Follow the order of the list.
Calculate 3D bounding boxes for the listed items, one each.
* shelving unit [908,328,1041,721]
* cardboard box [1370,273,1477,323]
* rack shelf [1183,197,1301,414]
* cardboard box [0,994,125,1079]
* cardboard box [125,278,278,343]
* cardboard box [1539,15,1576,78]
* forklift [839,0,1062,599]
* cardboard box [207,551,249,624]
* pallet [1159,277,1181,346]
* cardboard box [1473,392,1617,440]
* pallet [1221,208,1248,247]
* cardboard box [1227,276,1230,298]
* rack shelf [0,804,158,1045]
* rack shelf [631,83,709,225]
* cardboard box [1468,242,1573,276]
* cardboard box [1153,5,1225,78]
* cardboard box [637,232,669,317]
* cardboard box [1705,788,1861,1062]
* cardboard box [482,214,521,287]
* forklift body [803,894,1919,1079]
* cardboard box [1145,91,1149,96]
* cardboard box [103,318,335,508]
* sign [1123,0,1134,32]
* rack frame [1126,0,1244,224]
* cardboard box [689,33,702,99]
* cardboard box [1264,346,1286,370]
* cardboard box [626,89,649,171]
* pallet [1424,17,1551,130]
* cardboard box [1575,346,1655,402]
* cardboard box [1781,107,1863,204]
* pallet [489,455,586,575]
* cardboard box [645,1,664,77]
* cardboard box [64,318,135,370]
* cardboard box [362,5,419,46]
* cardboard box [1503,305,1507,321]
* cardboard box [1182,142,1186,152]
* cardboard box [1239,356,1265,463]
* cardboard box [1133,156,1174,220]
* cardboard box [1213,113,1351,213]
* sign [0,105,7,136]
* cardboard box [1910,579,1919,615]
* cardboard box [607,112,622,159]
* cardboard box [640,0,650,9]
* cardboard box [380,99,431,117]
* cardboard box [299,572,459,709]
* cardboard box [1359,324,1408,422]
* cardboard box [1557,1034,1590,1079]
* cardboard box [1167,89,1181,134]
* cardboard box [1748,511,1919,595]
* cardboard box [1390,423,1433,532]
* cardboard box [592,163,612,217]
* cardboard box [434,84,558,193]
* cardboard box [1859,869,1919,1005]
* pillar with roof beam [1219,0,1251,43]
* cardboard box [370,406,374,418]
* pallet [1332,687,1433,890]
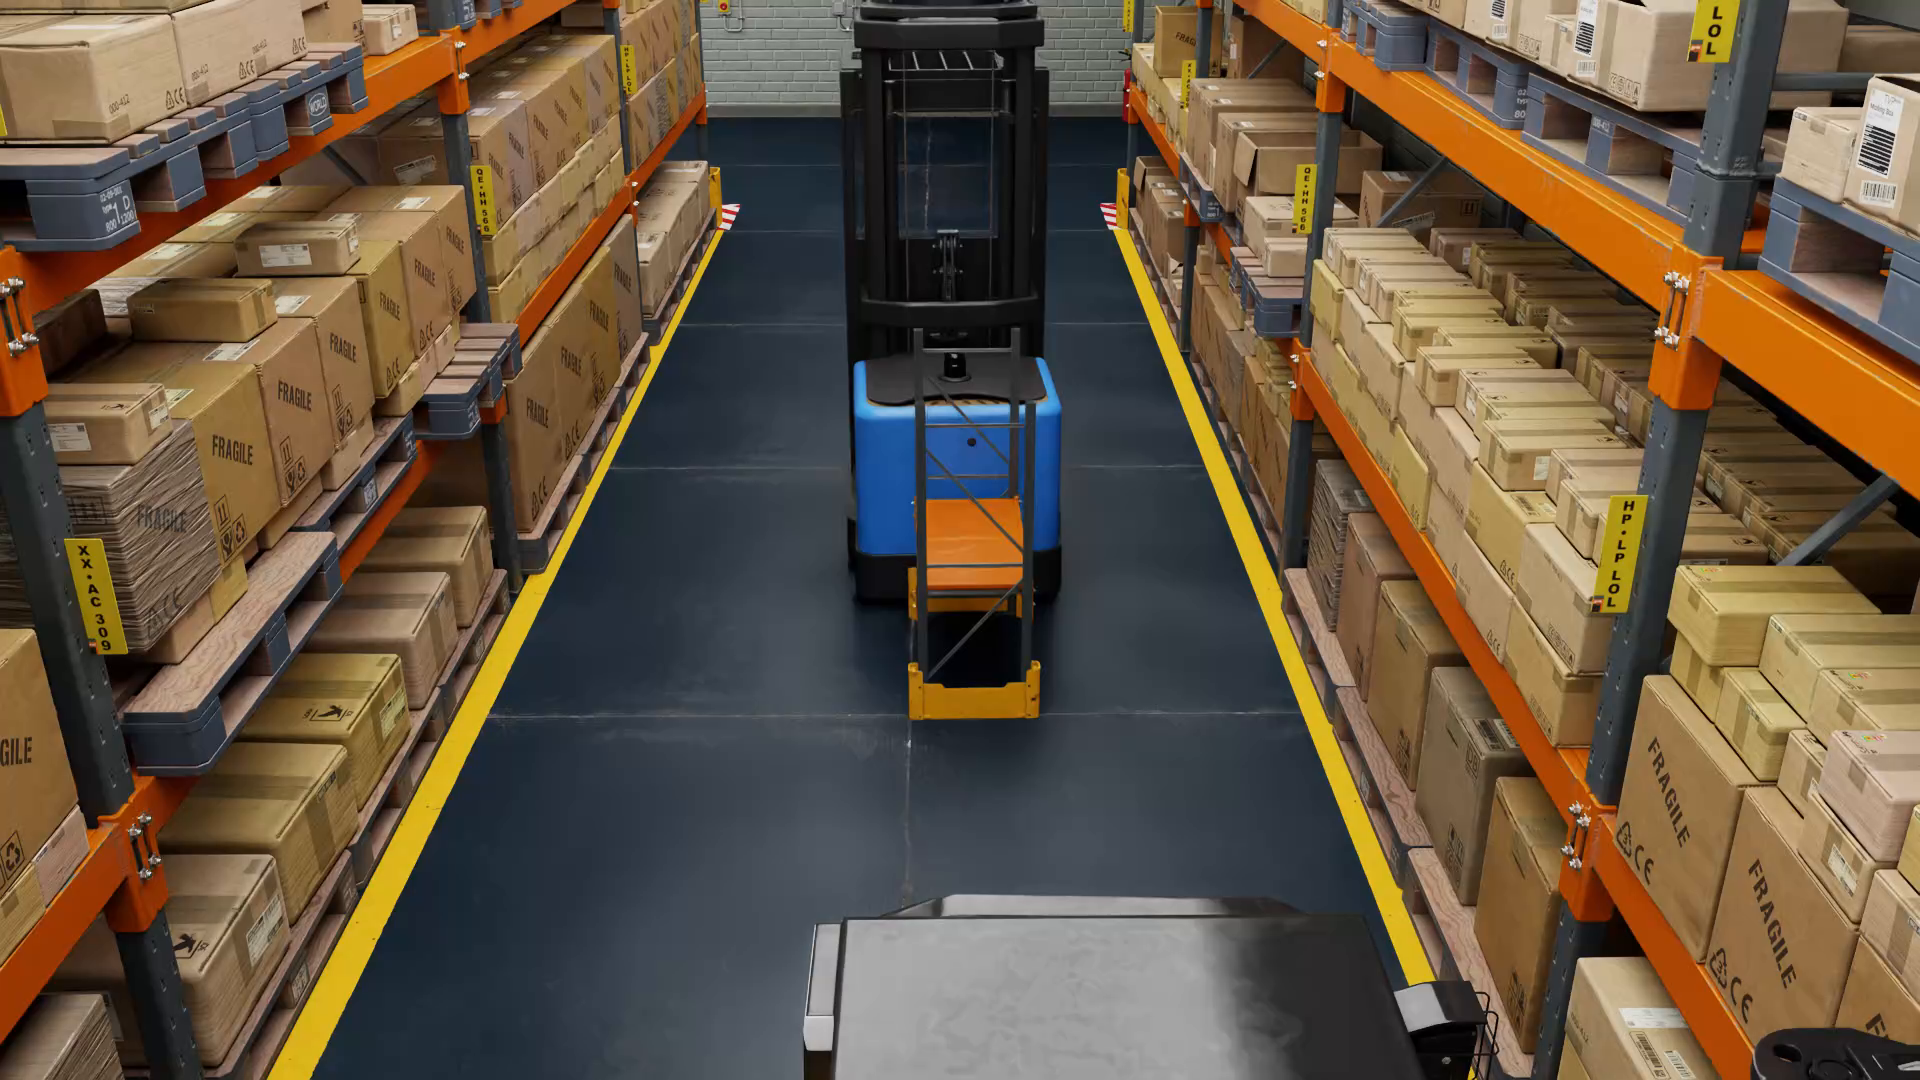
[{"bbox_3d":[0.048,-0.099,7.650,0.587,1.500,1.083,-1,24,-2],"label":"shelving unit"},{"bbox_3d":[1.931,-1.011,6.936,0.380,0.149,0.250,0,24,0],"label":"cardboard box"},{"bbox_3d":[2.152,-1.622,10.069,1.077,0.370,4.000,0,24,-1],"label":"rack shelf"},{"bbox_3d":[-2.471,1.509,4.191,0.500,0.500,0.500,-1,24,-1],"label":"cardboard box"},{"bbox_3d":[-2.512,-0.764,5.521,0.380,0.149,0.250,1,24,2],"label":"cardboard box"},{"bbox_3d":[1.902,-1.418,4.780,0.380,0.149,0.250,0,24,-1],"label":"cardboard box"},{"bbox_3d":[-0.097,-1.606,9.245,1.130,2.935,3.031,-2,24,-3],"label":"forklift"},{"bbox_3d":[-2.430,0.137,5.101,0.380,0.149,0.250,0,24,1],"label":"cardboard box"},{"bbox_3d":[2.124,-1.786,12.944,1.003,0.211,1.213,0,24,-1],"label":"pallet"},{"bbox_3d":[1.945,-0.382,5.545,0.380,0.149,0.250,-1,24,-2],"label":"cardboard box"},{"bbox_3d":[2.148,-1.840,9.910,1.003,0.211,1.213,0,24,-1],"label":"pallet"},{"bbox_3d":[1.980,-1.641,10.974,0.380,0.149,0.250,-1,24,-1],"label":"cardboard box"},{"bbox_3d":[-2.724,1.698,2.728,1.077,0.370,4.000,0,24,-1],"label":"rack shelf"},{"bbox_3d":[-2.855,-3.246,13.661,1.077,0.370,4.000,0,24,-1],"label":"rack shelf"},{"bbox_3d":[2.495,-1.226,7.413,0.380,0.149,0.250,0,24,1],"label":"cardboard box"},{"bbox_3d":[1.839,-4.025,13.420,0.500,0.500,0.500,0,24,1],"label":"cardboard box"},{"bbox_3d":[-2.732,-2.033,12.705,0.875,0.438,0.875,-1,24,-1],"label":"cardboard box"},{"bbox_3d":[1.984,0.876,3.553,0.500,0.500,0.500,0,24,0],"label":"cardboard box"},{"bbox_3d":[-2.548,-1.471,8.438,0.500,0.250,0.500,0,24,-1],"label":"cardboard box"},{"bbox_3d":[0.417,1.784,2.695,2.313,2.155,1.214,0,24,-1],"label":"forklift body"},{"bbox_3d":[1.865,-4.067,14.906,0.380,0.149,0.250,0,24,1],"label":"cardboard box"},{"bbox_3d":[-2.462,-0.431,5.570,0.500,0.500,0.500,0,24,-1],"label":"cardboard box"},{"bbox_3d":[1.544,-4.814,15.204,0.100,0.325,0.005,0,24,-1],"label":"sign"},{"bbox_3d":[2.087,-4.422,15.388,1.000,3.000,0.127,0,24,-1],"label":"rack frame"},{"bbox_3d":[-2.607,-4.246,14.878,0.500,0.500,0.500,0,24,0],"label":"cardboard box"},{"bbox_3d":[1.965,-1.006,9.571,0.380,0.149,0.250,0,24,1],"label":"cardboard box"},{"bbox_3d":[-2.576,-2.990,12.100,0.500,0.500,0.500,1,24,1],"label":"cardboard box"},{"bbox_3d":[2.286,-1.666,5.884,1.003,0.211,1.213,1,24,2],"label":"pallet"},{"bbox_3d":[2.458,-0.593,6.012,0.380,0.149,0.250,0,24,0],"label":"cardboard box"},{"bbox_3d":[1.919,-0.780,3.369,0.380,0.149,0.250,0,24,1],"label":"cardboard box"},{"bbox_3d":[-2.722,-0.157,9.340,1.003,0.211,1.213,0,24,-1],"label":"pallet"},{"bbox_3d":[-2.589,-3.868,12.827,0.500,0.500,0.500,0,24,0],"label":"cardboard box"},{"bbox_3d":[-2.986,-0.432,5.574,0.500,0.500,0.500,1,24,1],"label":"cardboard box"},{"bbox_3d":[-2.576,-2.225,7.195,0.380,0.149,0.250,0,24,-1],"label":"cardboard box"},{"bbox_3d":[2.464,-0.891,7.155,0.500,0.250,0.500,0,24,0],"label":"cardboard box"},{"bbox_3d":[1.850,-2.897,12.320,0.380,0.149,0.250,0,24,1],"label":"cardboard box"},{"bbox_3d":[1.951,-0.773,9.844,0.500,0.500,0.500,1,24,2],"label":"cardboard box"},{"bbox_3d":[1.999,-3.224,15.257,0.797,0.503,0.637,-1,24,-3],"label":"cardboard box"},{"bbox_3d":[1.926,-2.274,10.006,0.700,0.500,0.500,0,24,-1],"label":"cardboard box"},{"bbox_3d":[-2.203,-1.062,3.690,0.100,0.325,0.005,0,24,-1],"label":"sign"},{"bbox_3d":[2.523,0.176,3.951,0.380,0.149,0.250,0,24,0],"label":"cardboard box"},{"bbox_3d":[-2.585,-2.729,11.219,0.500,0.250,0.500,0,24,-1],"label":"cardboard box"},{"bbox_3d":[-2.556,-4.101,12.556,0.380,0.149,0.250,-1,24,-2],"label":"cardboard box"},{"bbox_3d":[-3.070,-2.026,8.755,0.500,0.500,0.500,0,24,0],"label":"cardboard box"},{"bbox_3d":[-2.777,0.441,7.314,0.950,0.372,0.625,-1,24,-2],"label":"cardboard box"},{"bbox_3d":[1.927,-0.679,6.687,0.500,0.250,0.500,-1,24,-2],"label":"cardboard box"},{"bbox_3d":[1.914,1.557,4.388,0.500,0.250,0.500,0,24,-1],"label":"cardboard box"},{"bbox_3d":[1.861,-3.256,12.631,0.500,0.250,0.500,0,24,0],"label":"cardboard box"},{"bbox_3d":[2.428,0.036,4.623,0.380,0.149,0.250,-1,24,-2],"label":"cardboard box"},{"bbox_3d":[1.952,-0.240,6.323,0.500,0.250,0.500,1,24,1],"label":"cardboard box"},{"bbox_3d":[-2.571,-2.288,10.851,0.500,0.250,0.500,-1,24,-1],"label":"cardboard box"},{"bbox_3d":[-2.555,-2.225,9.195,0.500,0.500,0.500,0,24,1],"label":"cardboard box"},{"bbox_3d":[1.923,0.738,3.070,0.380,0.149,0.250,0,24,-1],"label":"cardboard box"},{"bbox_3d":[-1.346,-8.251,16.574,9.100,9.000,0.400,0,24,-1],"label":"pillar with roof beam"},{"bbox_3d":[-2.539,-0.510,6.532,0.380,0.149,0.250,0,24,0],"label":"cardboard box"},{"bbox_3d":[2.155,0.986,6.814,1.003,0.211,1.213,0,24,-1],"label":"pallet"}]
